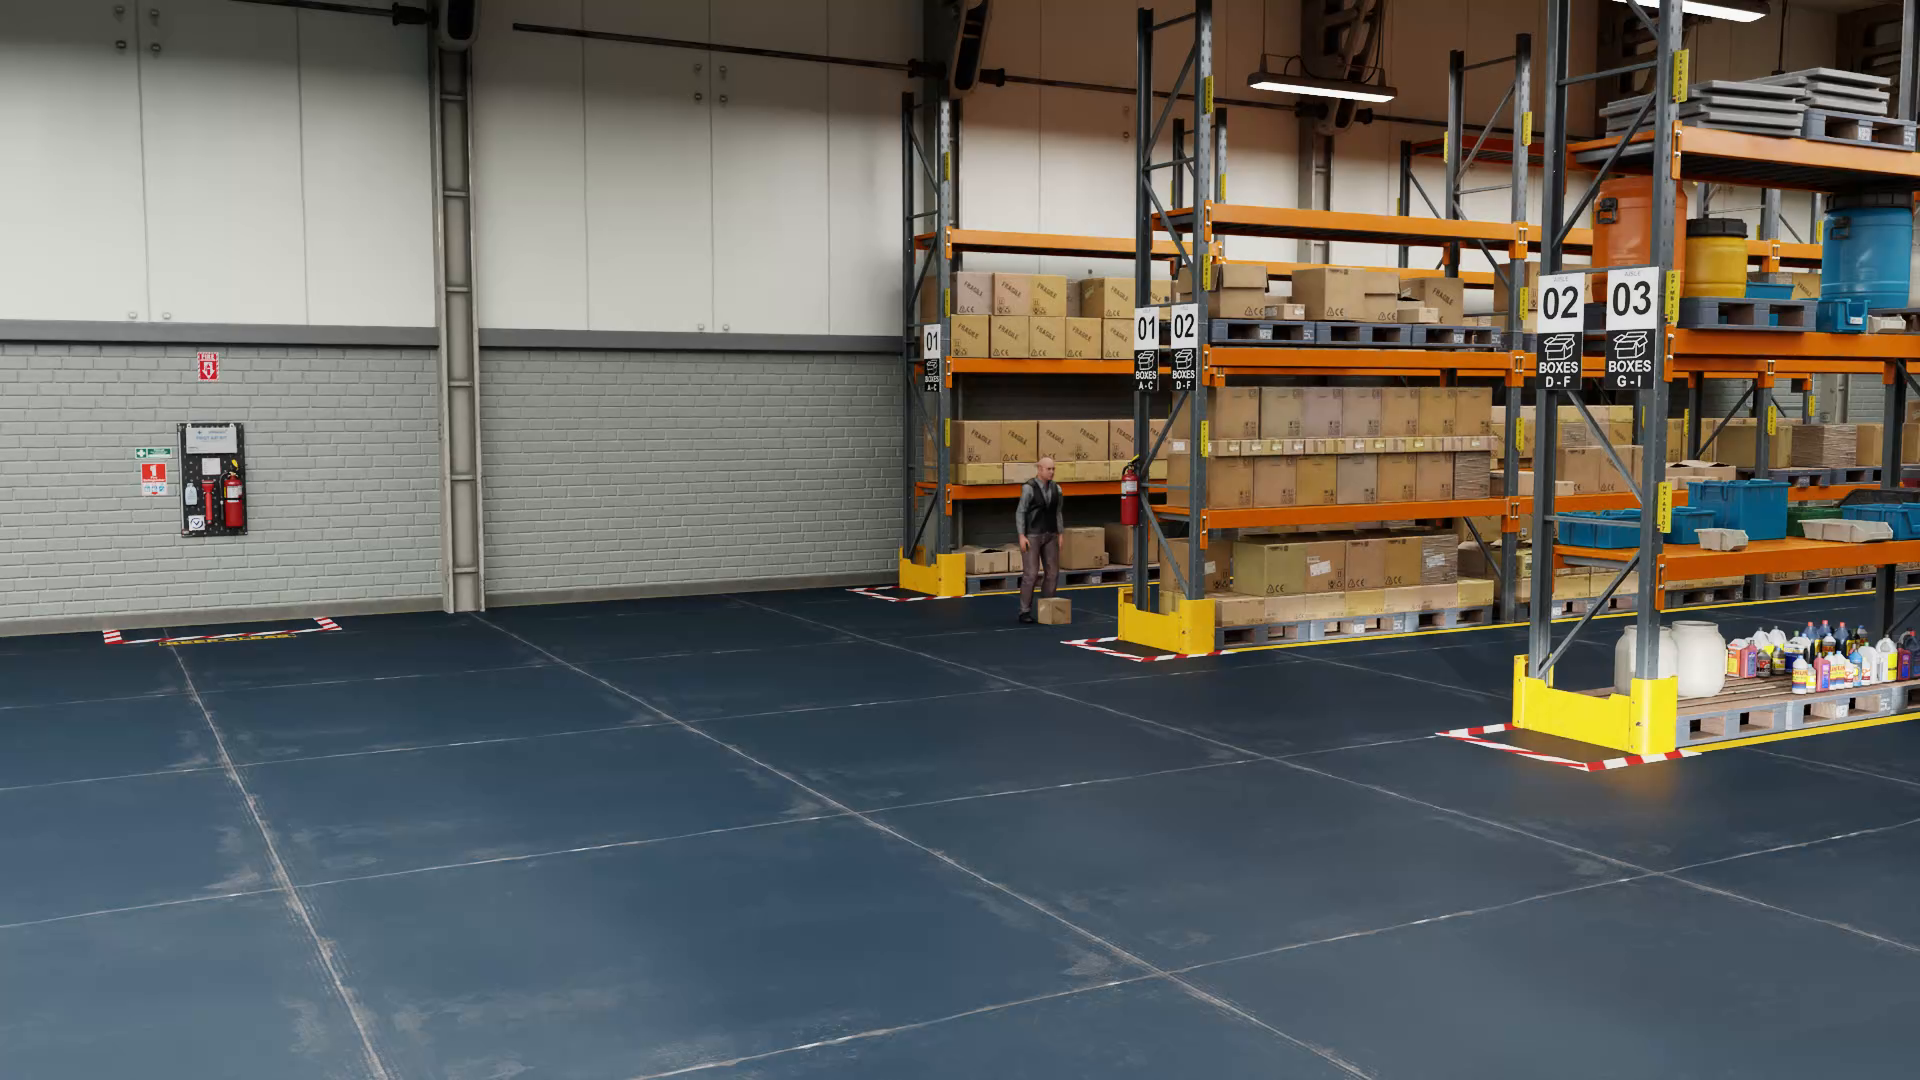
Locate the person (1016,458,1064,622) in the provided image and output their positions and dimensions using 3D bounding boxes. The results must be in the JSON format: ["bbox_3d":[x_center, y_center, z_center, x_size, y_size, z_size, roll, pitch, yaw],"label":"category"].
[{"bbox_3d":[0.843,-0.010,17.516,0.581,1.717,0.425,-3,6,-32],"label":"person"}]
